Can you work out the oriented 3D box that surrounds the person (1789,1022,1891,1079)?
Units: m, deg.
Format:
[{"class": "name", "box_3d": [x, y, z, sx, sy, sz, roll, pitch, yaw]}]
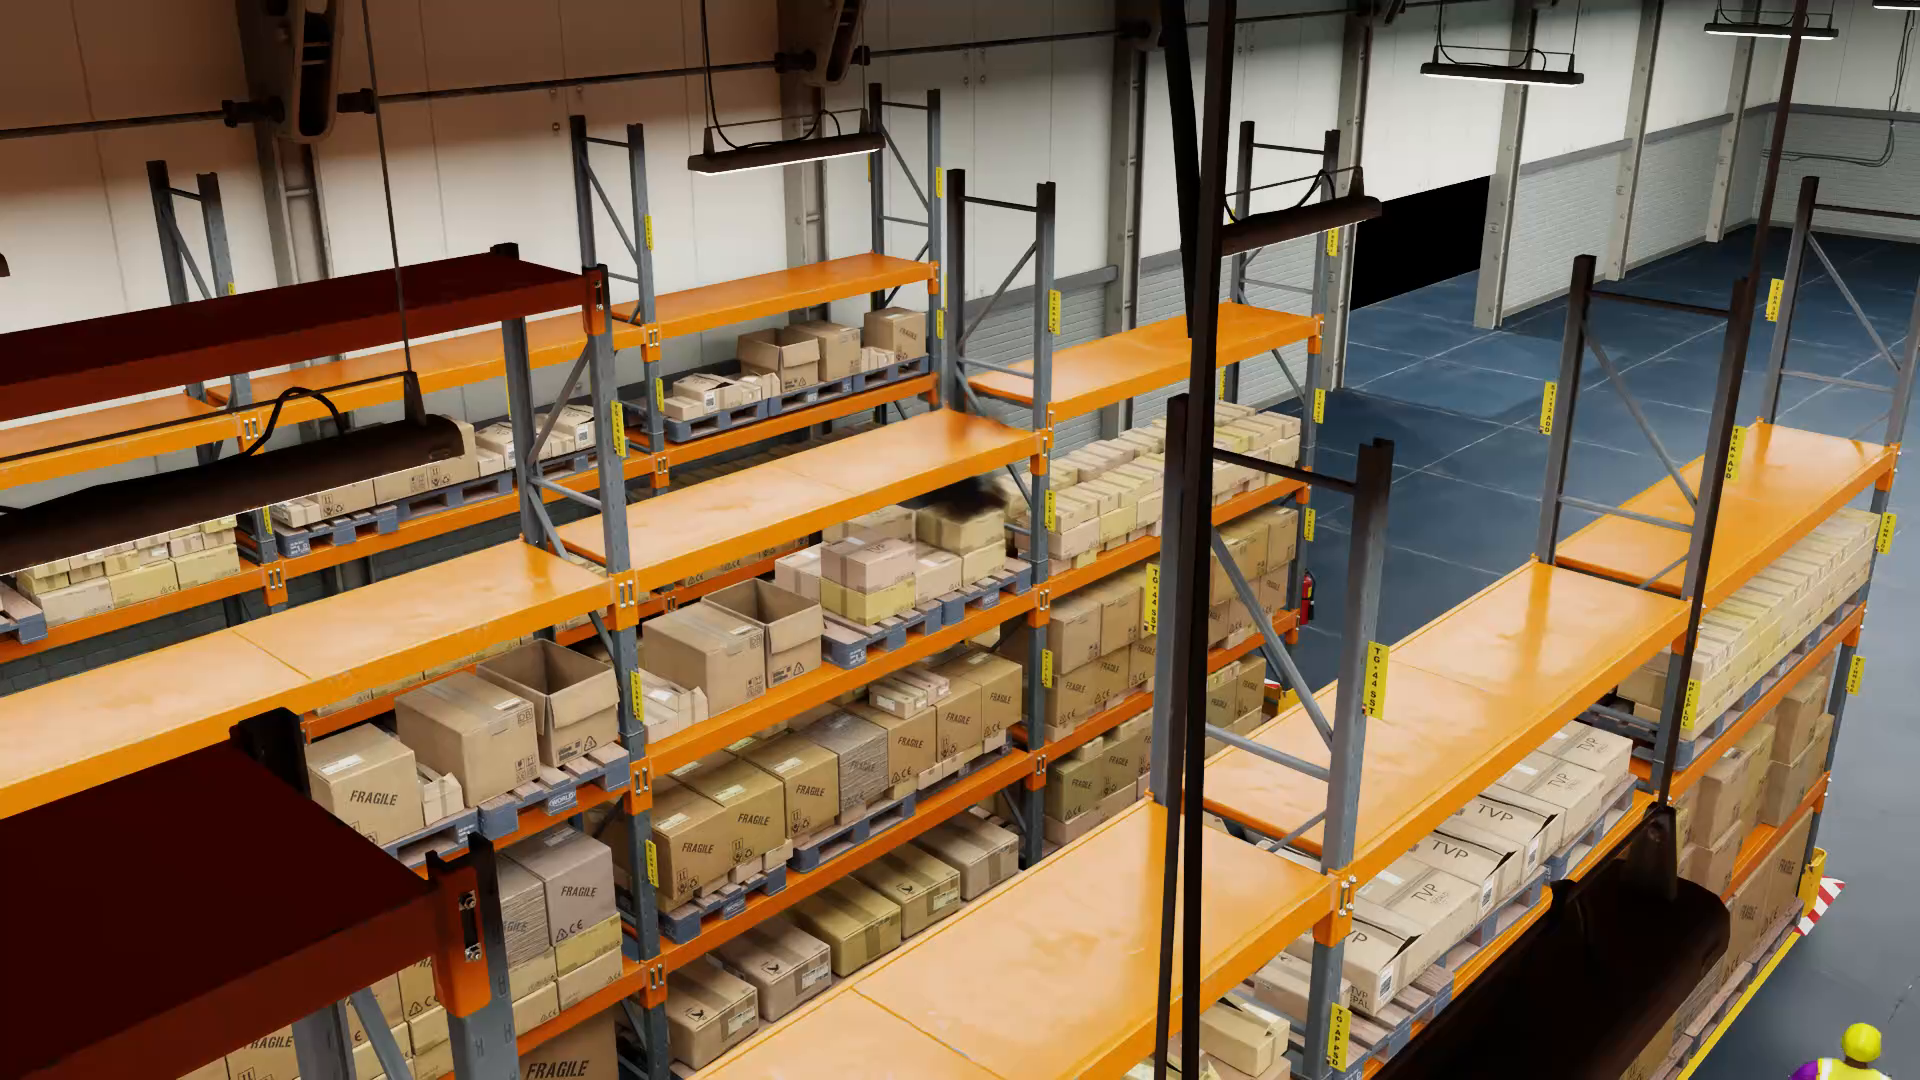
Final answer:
[{"class": "person", "box_3d": [5.353, 3.688, 10.150, 0.685, 1.745, 0.720, 13, 25, 31]}]
